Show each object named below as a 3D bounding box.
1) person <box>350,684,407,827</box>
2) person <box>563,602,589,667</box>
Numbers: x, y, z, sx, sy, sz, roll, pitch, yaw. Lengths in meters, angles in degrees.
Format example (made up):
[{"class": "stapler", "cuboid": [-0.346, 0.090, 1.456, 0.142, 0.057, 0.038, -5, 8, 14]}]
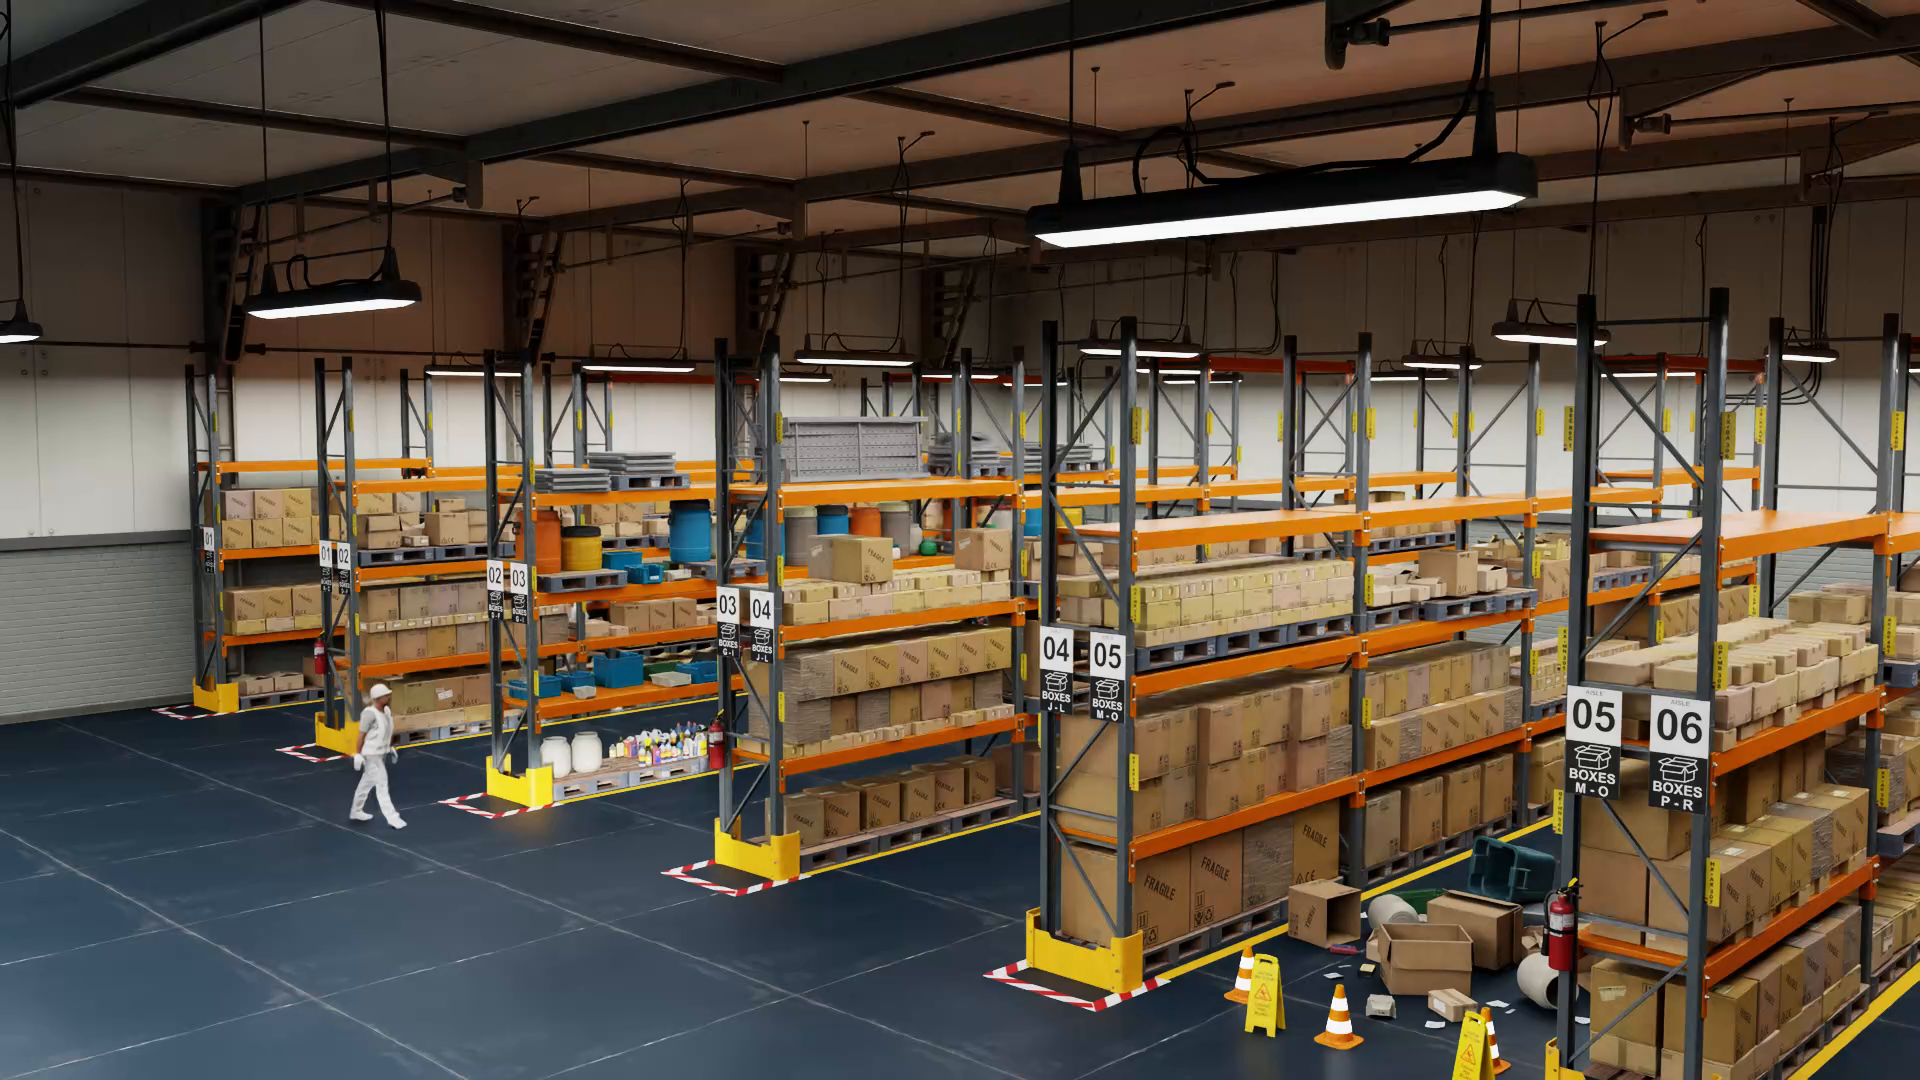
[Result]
[{"class": "person", "cuboid": [-7.289, 2.681, 20.868, 0.880, 1.752, 0.624, 1, 4, 11]}, {"class": "person", "cuboid": [-7.410, 1.851, 31.761, 0.562, 1.719, 1.028, 3, 5, 35]}]
